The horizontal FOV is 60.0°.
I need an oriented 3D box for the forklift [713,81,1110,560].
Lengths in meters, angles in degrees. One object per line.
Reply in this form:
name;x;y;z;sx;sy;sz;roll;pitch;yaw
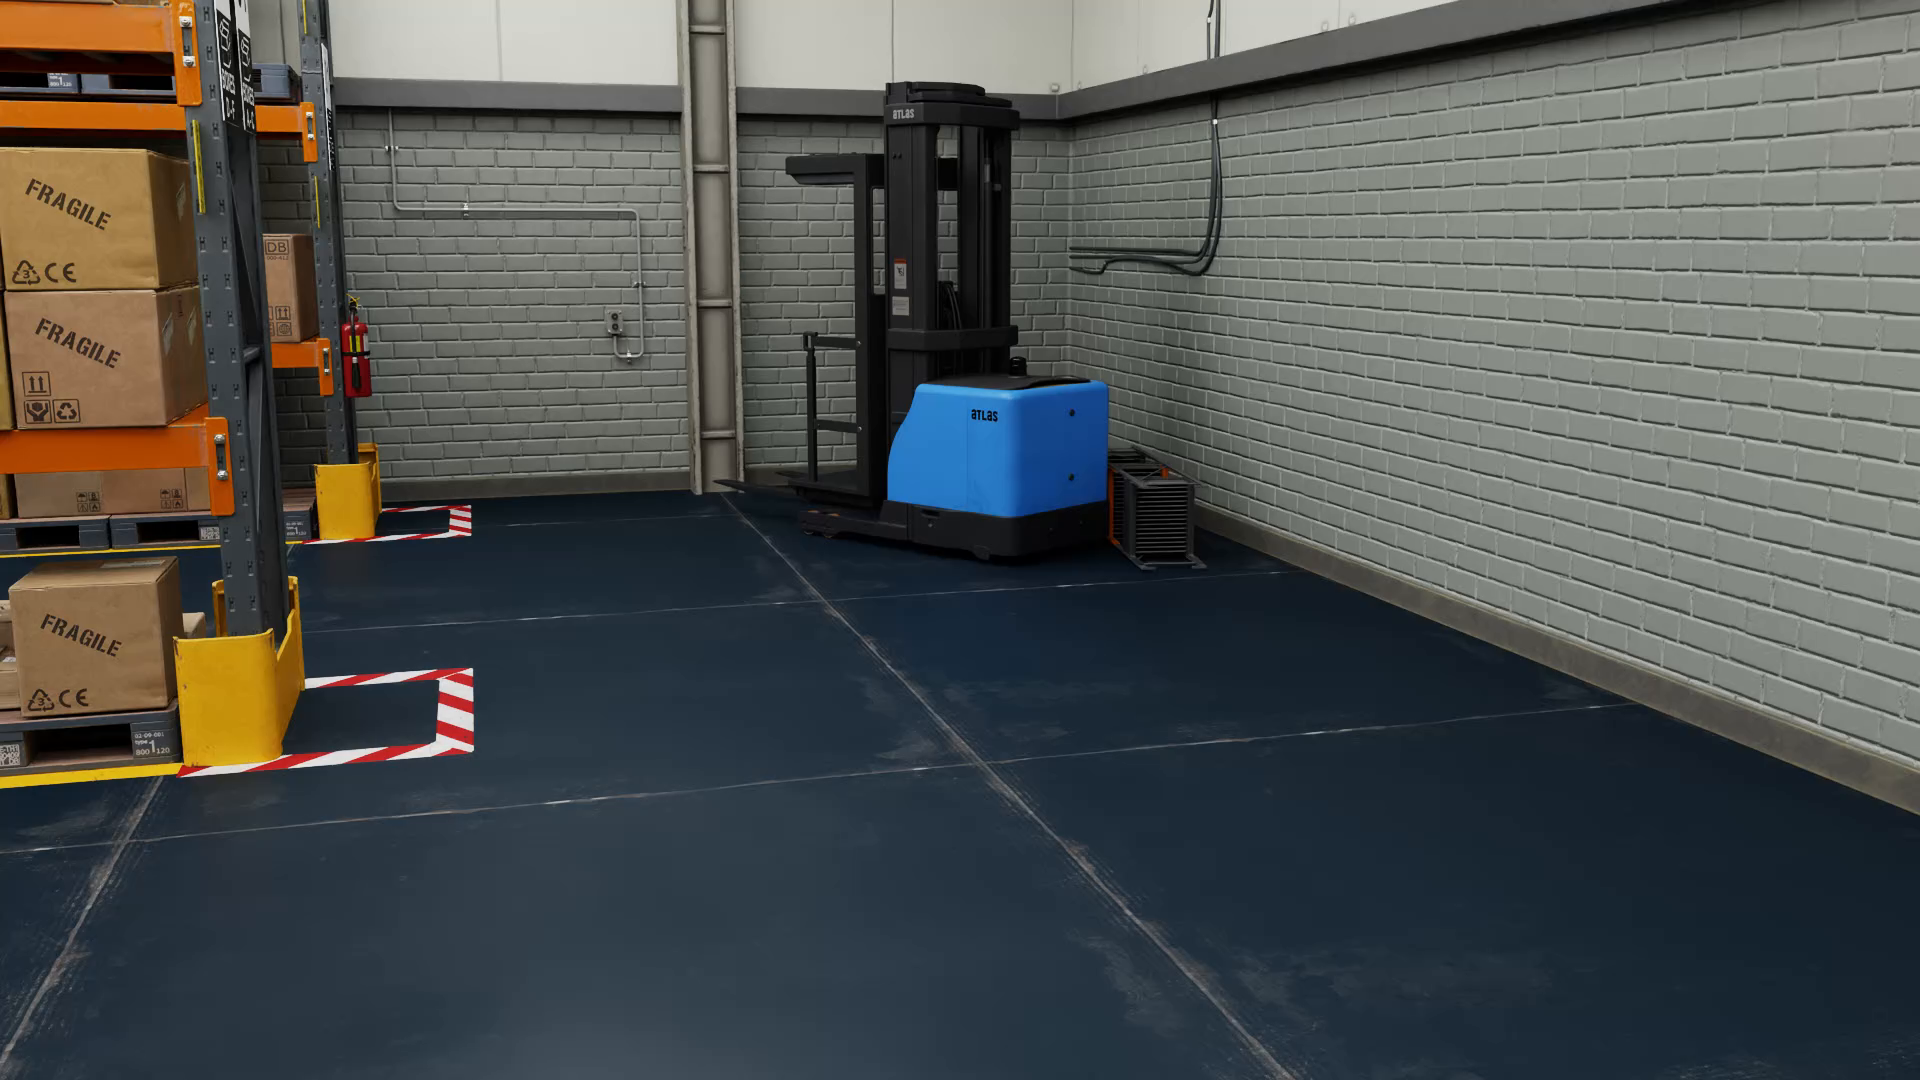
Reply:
forklift;-0.463;-1.517;11.191;3.031;2.935;1.130;9;14;41

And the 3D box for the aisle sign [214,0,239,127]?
aisle sign;-2.731;-1.948;6.161;0.004;0.787;0.394;-3;11;-16

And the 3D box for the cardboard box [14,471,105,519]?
cardboard box;-5.878;-0.453;10.968;0.500;0.500;0.700;-3;11;-18

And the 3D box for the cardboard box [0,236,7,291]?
cardboard box;-3.718;-1.164;6.045;0.500;0.500;0.500;-3;11;-14

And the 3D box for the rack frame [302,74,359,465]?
rack frame;-4.271;-1.580;11.343;0.127;3.000;1.000;-3;11;-16

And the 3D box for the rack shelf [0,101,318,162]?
rack shelf;-6.191;-2.600;10.587;4.000;0.370;1.077;-3;11;-16

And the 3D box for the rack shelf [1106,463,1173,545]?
rack shelf;1.175;-0.250;10.960;0.431;0.480;0.518;-1;10;-6

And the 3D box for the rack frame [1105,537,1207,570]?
rack frame;1.174;-0.012;11.016;0.400;0.015;2.100;-1;10;-6

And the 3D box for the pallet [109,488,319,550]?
pallet;-5.016;-0.154;11.302;1.213;0.211;1.003;-3;11;-16

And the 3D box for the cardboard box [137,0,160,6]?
cardboard box;-3.447;-2.139;6.508;0.500;0.250;0.500;-3;11;-16

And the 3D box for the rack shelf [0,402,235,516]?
rack shelf;-4.803;-0.264;6.182;4.000;0.370;1.077;-3;11;-16

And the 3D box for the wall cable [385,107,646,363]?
wall cable;-3.306;-2.309;12.497;1.851;1.984;0.084;-3;11;-16

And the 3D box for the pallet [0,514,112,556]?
pallet;-6.186;-0.093;10.970;1.213;0.211;1.003;-3;11;-16

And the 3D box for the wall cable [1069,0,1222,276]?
wall cable;1.260;-3.227;12.299;0.112;2.526;3.097;-3;11;-16

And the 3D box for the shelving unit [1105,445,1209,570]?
shelving unit;1.173;-0.252;10.974;0.431;0.503;2.100;-1;10;-6

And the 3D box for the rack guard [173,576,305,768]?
rack guard;-2.955;0.514;6.872;0.348;0.500;1.175;-3;11;-16

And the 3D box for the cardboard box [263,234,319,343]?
cardboard box;-4.757;-1.700;11.166;0.700;0.700;0.980;-3;11;-13

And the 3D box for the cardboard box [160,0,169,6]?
cardboard box;-4.897;-3.521;10.511;0.500;0.500;0.500;-3;11;-16

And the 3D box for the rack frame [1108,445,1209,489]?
rack frame;1.173;-0.493;10.932;0.400;0.015;2.100;-1;10;-6

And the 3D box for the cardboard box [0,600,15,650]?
cardboard box;-3.964;0.421;6.857;0.500;0.250;0.500;-3;11;-16

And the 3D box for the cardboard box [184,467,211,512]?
cardboard box;-4.915;-0.504;11.245;0.500;0.500;0.700;-3;11;-16

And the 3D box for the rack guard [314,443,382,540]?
rack guard;-4.248;-0.352;11.576;0.348;0.500;1.175;-3;11;-16

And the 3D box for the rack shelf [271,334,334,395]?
rack shelf;-6.191;-1.125;10.859;4.000;0.370;1.077;-3;11;-16

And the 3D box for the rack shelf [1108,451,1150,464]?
rack shelf;1.098;-0.370;11.646;0.431;0.480;0.518;-1;10;-6

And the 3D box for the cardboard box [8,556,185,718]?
cardboard box;-3.336;0.364;6.471;0.500;0.500;0.500;-3;11;-16

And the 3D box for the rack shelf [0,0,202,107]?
rack shelf;-4.803;-1.739;5.910;4.000;0.370;1.077;-3;11;-16

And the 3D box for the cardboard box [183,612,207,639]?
cardboard box;-3.381;0.428;7.094;0.250;0.149;0.380;-3;11;-16

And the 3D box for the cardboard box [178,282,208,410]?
cardboard box;-3.382;-0.791;6.785;0.500;0.500;0.500;-3;11;-15

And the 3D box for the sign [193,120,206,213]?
sign;-2.747;-1.346;6.004;0.005;0.325;0.100;-3;11;-16

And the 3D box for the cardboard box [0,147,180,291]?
cardboard box;-3.233;-1.189;6.185;0.500;0.500;0.500;-3;11;-16

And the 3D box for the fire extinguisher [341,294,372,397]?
fire extinguisher;-3.997;-1.286;10.990;0.183;0.674;0.296;-3;11;-16

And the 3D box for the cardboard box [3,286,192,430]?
cardboard box;-3.236;-0.698;6.277;0.500;0.500;0.500;-3;11;-14

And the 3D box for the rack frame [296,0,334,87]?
rack frame;-4.271;-4.530;10.800;0.127;3.000;1.000;-3;11;-16

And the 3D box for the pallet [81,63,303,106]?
pallet;-4.980;-2.972;10.866;1.213;0.211;1.003;-3;11;-16

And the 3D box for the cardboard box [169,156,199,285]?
cardboard box;-3.382;-1.283;6.694;0.500;0.500;0.500;-3;11;-14

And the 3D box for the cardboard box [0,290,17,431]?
cardboard box;-3.733;-0.671;6.132;0.500;0.500;0.500;-3;11;-15

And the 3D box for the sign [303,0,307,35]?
sign;-4.132;-3.357;10.482;0.005;0.325;0.100;-3;11;-16

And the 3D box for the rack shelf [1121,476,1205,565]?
rack shelf;1.251;-0.130;10.275;0.431;0.480;0.518;-1;10;-6

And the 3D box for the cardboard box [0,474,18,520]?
cardboard box;-6.388;-0.425;10.815;0.500;0.500;0.700;-3;11;-15

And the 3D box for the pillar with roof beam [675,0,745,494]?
pillar with roof beam;-0.717;-4.069;8.294;0.400;9.000;9.100;-3;11;-16

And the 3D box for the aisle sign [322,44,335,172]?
aisle sign;-4.118;-2.810;10.844;0.004;0.787;0.394;-3;11;-16

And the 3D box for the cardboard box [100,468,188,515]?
cardboard box;-5.395;-0.479;11.107;0.500;0.500;0.700;-3;11;-16

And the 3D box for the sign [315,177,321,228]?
sign;-4.132;-2.171;10.701;0.005;0.325;0.100;-3;11;-16

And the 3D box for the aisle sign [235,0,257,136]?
aisle sign;-2.899;-2.052;6.727;0.004;0.787;0.394;-3;11;-16

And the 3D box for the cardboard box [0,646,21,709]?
cardboard box;-3.750;0.533;6.475;0.250;0.166;0.380;-3;11;-16

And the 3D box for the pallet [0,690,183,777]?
pallet;-3.721;0.697;6.678;1.213;0.211;1.003;-3;11;-16

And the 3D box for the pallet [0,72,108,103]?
pallet;-6.153;-2.910;10.527;1.213;0.211;1.003;-3;11;-16

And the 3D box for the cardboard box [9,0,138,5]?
cardboard box;-3.302;-2.049;6.019;0.500;0.250;0.500;-3;11;-16

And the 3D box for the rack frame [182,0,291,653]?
rack frame;-2.882;-0.719;6.667;0.127;3.000;1.000;-3;11;-16
